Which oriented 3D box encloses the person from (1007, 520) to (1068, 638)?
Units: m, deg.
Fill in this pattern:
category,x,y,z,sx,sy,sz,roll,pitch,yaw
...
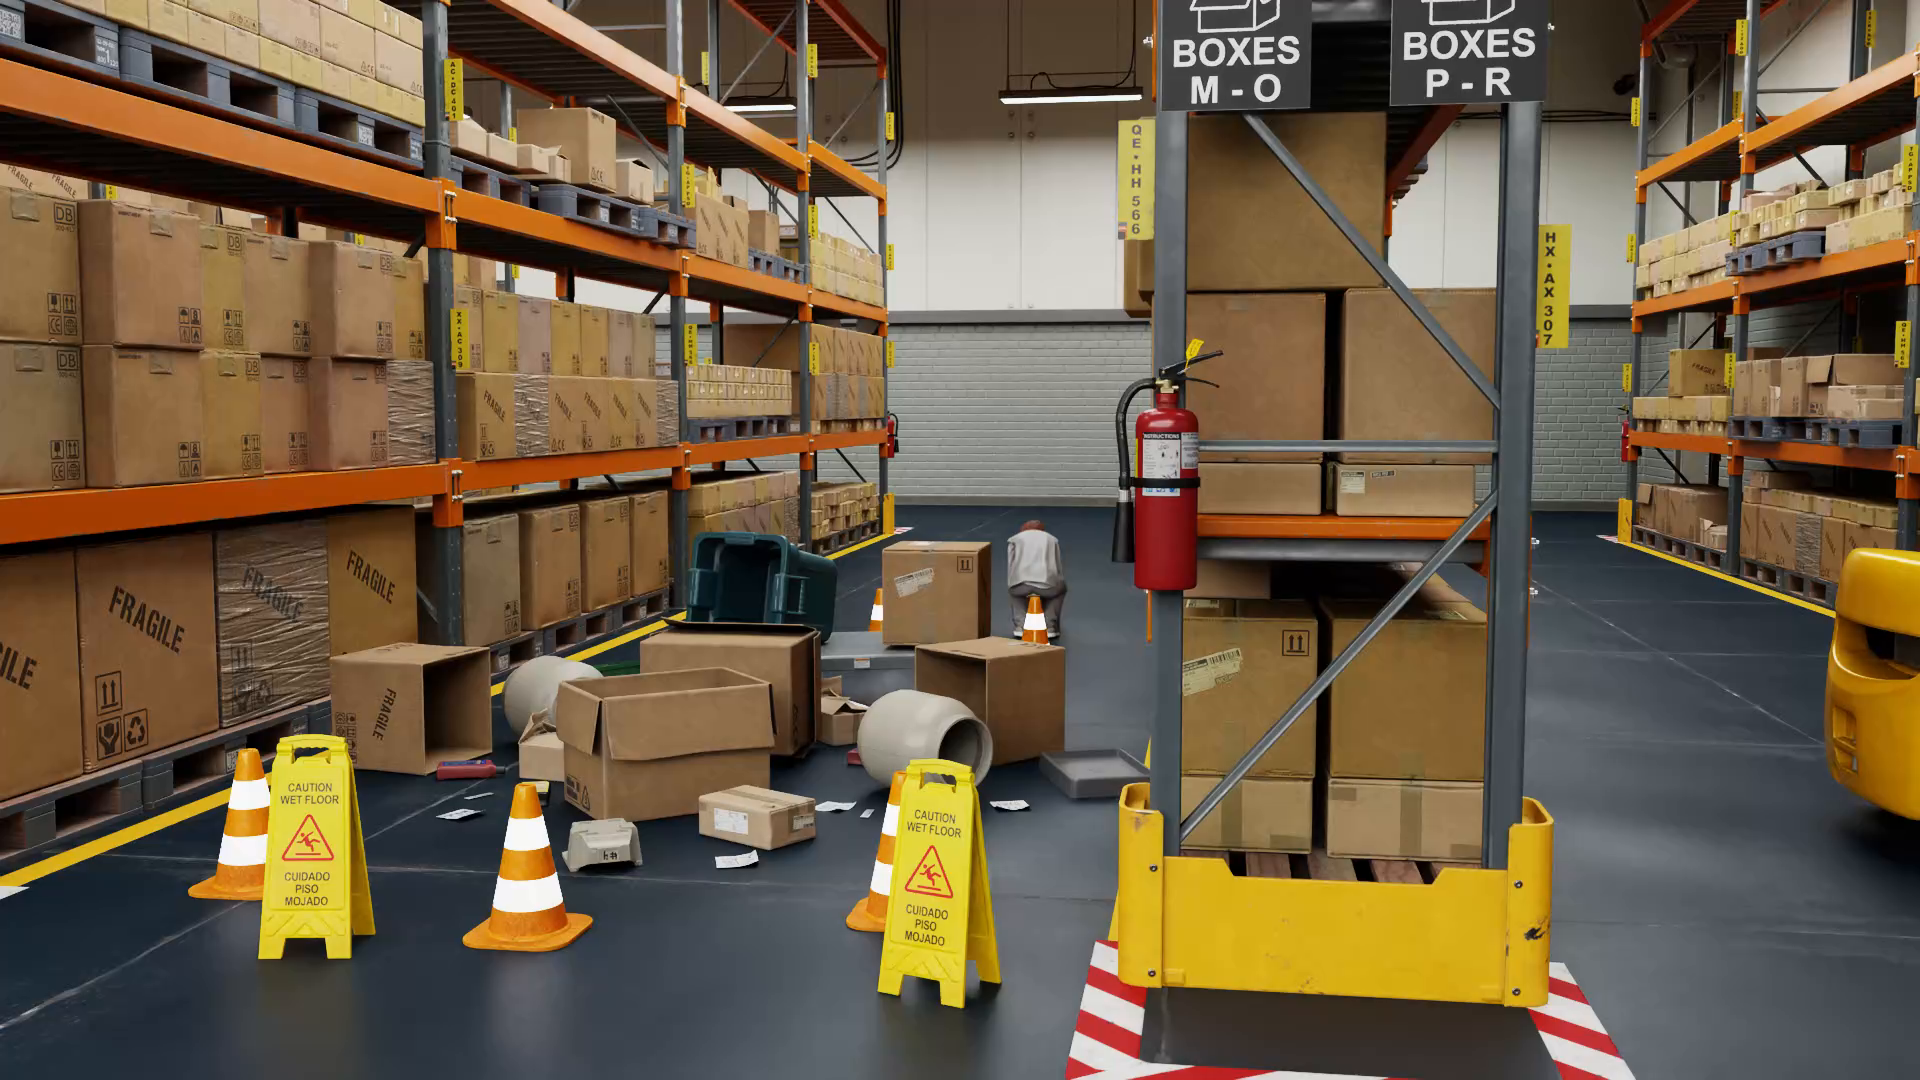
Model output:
category,x,y,z,sx,sy,sz,roll,pitch,yaw
person,0.530,0.278,11.690,0.439,0.792,0.803,1,5,9
